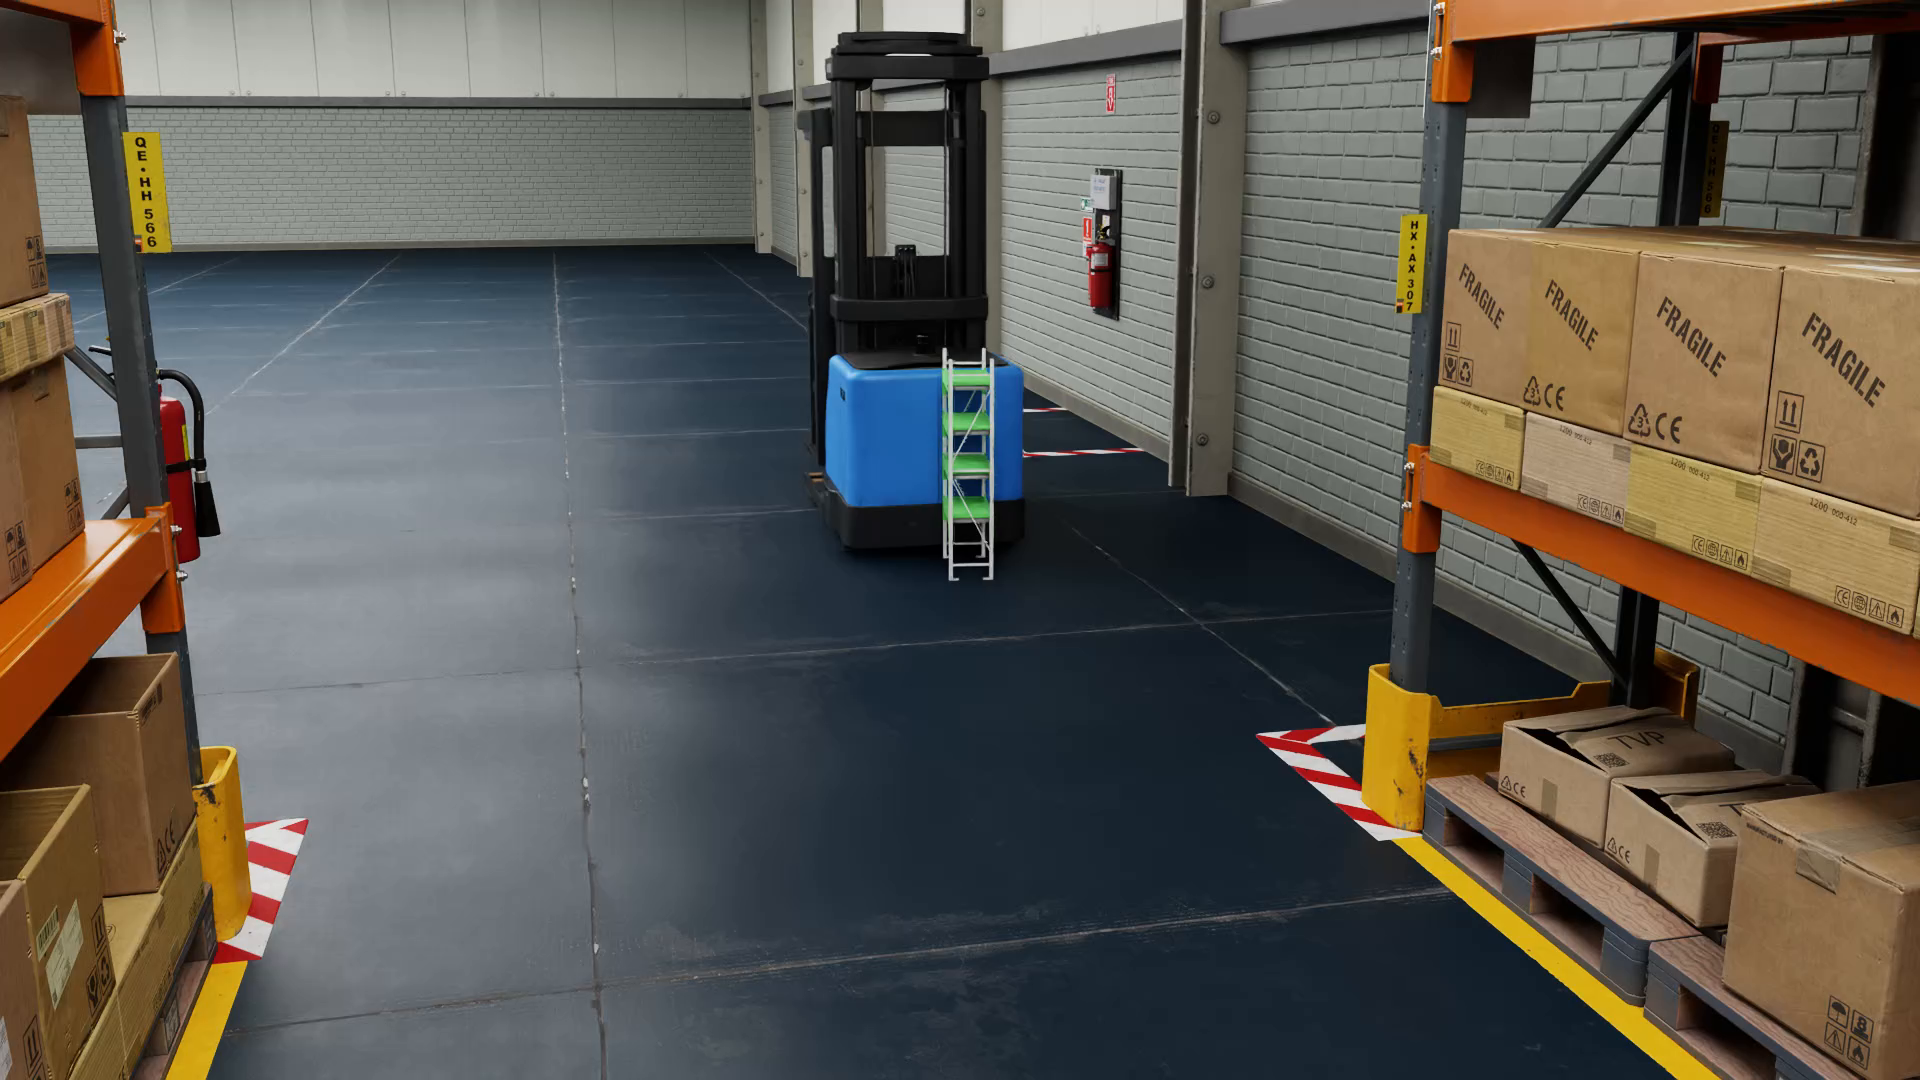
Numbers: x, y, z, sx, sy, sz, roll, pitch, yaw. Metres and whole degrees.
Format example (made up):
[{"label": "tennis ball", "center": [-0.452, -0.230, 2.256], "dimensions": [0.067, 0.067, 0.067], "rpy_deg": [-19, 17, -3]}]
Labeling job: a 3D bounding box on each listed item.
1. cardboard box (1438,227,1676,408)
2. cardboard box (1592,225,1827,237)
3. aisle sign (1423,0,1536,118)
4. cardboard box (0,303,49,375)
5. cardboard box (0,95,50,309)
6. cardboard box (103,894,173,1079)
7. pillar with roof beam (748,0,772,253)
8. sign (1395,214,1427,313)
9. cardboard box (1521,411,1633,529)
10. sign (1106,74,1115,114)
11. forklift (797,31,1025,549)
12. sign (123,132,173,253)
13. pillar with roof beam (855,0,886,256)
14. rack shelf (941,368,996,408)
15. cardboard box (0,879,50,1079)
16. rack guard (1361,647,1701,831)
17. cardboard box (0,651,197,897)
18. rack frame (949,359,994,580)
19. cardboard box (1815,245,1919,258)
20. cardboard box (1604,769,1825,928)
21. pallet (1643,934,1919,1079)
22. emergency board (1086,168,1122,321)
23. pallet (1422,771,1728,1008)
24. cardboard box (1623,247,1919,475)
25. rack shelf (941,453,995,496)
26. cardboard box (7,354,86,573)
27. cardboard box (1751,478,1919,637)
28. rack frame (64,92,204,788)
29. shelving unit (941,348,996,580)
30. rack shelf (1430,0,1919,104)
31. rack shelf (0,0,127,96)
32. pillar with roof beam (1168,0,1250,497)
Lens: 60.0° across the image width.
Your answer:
[{"label": "cardboard box", "center": [1.858, -0.705, 5.187], "dimensions": [0.500, 0.500, 0.500], "rpy_deg": [-3, 14, -13]}, {"label": "cardboard box", "center": [2.355, -0.735, 5.309], "dimensions": [0.500, 0.500, 0.500], "rpy_deg": [-3, 14, -14]}, {"label": "aisle sign", "center": [1.729, -1.794, 5.471], "dimensions": [0.394, 0.787, 0.004], "rpy_deg": [-3, 14, -13]}, {"label": "cardboard box", "center": [-2.439, -0.480, 3.993], "dimensions": [0.380, 0.149, 0.250], "rpy_deg": [-3, 14, -12]}, {"label": "cardboard box", "center": [-2.667, -0.812, 3.986], "dimensions": [0.700, 0.500, 0.500], "rpy_deg": [-3, 14, -13]}, {"label": "cardboard box", "center": [-2.234, 1.100, 4.014], "dimensions": [0.500, 0.250, 0.500], "rpy_deg": [-3, 14, -13]}, {"label": "pillar with roof beam", "center": [-8.187, -10.013, 31.950], "dimensions": [9.100, 9.000, 0.400], "rpy_deg": [-3, 14, -13]}, {"label": "sign", "center": [1.510, -0.921, 5.553], "dimensions": [0.100, 0.325, 0.005], "rpy_deg": [-3, 14, -13]}, {"label": "cardboard box", "center": [1.980, -0.218, 4.775], "dimensions": [0.500, 0.250, 0.500], "rpy_deg": [-4, 14, -15]}, {"label": "sign", "center": [1.186, -3.507, 13.079], "dimensions": [0.001, 0.298, 0.199], "rpy_deg": [-3, 14, -13]}, {"label": "forklift", "center": [-0.430, -1.678, 10.618], "dimensions": [1.130, 2.935, 3.031], "rpy_deg": [-3, 14, -12]}, {"label": "sign", "center": [-2.246, -0.958, 4.591], "dimensions": [0.100, 0.325, 0.005], "rpy_deg": [-3, 14, -13]}, {"label": "pillar with roof beam", "center": [-5.369, -7.244, 20.618], "dimensions": [9.100, 9.000, 0.400], "rpy_deg": [-3, 14, -13]}, {"label": "rack shelf", "center": [0.042, -0.830, 9.040], "dimensions": [0.258, 0.148, 0.480], "rpy_deg": [-1, 14, -4]}, {"label": "cardboard box", "center": [-1.996, 0.966, 2.982], "dimensions": [0.500, 0.500, 0.500], "rpy_deg": [-3, 14, -13]}, {"label": "rack guard", "center": [2.056, 0.701, 6.004], "dimensions": [1.175, 0.500, 0.348], "rpy_deg": [-3, 14, -13]}, {"label": "cardboard box", "center": [-2.361, 0.621, 4.395], "dimensions": [0.500, 0.500, 0.500], "rpy_deg": [-3, 14, -13]}, {"label": "rack frame", "center": [0.060, -0.369, 8.901], "dimensions": [0.240, 1.200, 0.015], "rpy_deg": [-1, 14, -4]}, {"label": "cardboard box", "center": [2.589, -0.499, 4.345], "dimensions": [0.500, 0.500, 0.500], "rpy_deg": [-4, 14, -15]}, {"label": "cardboard box", "center": [2.247, 0.858, 4.834], "dimensions": [0.500, 0.311, 0.500], "rpy_deg": [-2, 14, -9]}, {"label": "pallet", "center": [2.495, 1.312, 4.114], "dimensions": [1.003, 0.211, 1.213], "rpy_deg": [-3, 14, -13]}, {"label": "emergency board", "center": [1.091, -2.374, 13.324], "dimensions": [0.194, 1.169, 0.643], "rpy_deg": [-3, 14, -13]}, {"label": "pallet", "center": [2.212, 1.031, 5.264], "dimensions": [1.003, 0.211, 1.213], "rpy_deg": [-3, 14, -13]}, {"label": "cardboard box", "center": [2.079, -0.471, 4.228], "dimensions": [0.500, 0.500, 0.500], "rpy_deg": [-4, 14, -15]}, {"label": "rack shelf", "center": [0.042, -0.364, 9.152], "dimensions": [0.258, 0.148, 0.480], "rpy_deg": [-1, 14, -4]}, {"label": "cardboard box", "center": [-2.679, -0.194, 4.190], "dimensions": [0.700, 0.500, 0.500], "rpy_deg": [-3, 14, -13]}, {"label": "cardboard box", "center": [2.210, 0.016, 3.814], "dimensions": [0.500, 0.250, 0.500], "rpy_deg": [-3, 14, -13]}, {"label": "rack frame", "center": [-2.777, -0.254, 4.646], "dimensions": [1.000, 3.000, 0.127], "rpy_deg": [-3, 14, -13]}, {"label": "shelving unit", "center": [0.042, -0.426, 9.137], "dimensions": [0.258, 1.200, 0.503], "rpy_deg": [-1, 14, -4]}, {"label": "rack shelf", "center": [2.507, -1.177, 3.620], "dimensions": [1.077, 0.370, 4.000], "rpy_deg": [-3, 14, -13]}, {"label": "rack shelf", "center": [-2.307, -0.900, 2.487], "dimensions": [1.077, 0.370, 4.000], "rpy_deg": [-3, 14, -13]}, {"label": "pillar with roof beam", "center": [-2.551, -4.476, 9.287], "dimensions": [9.100, 9.000, 0.400], "rpy_deg": [-3, 14, -13]}]
